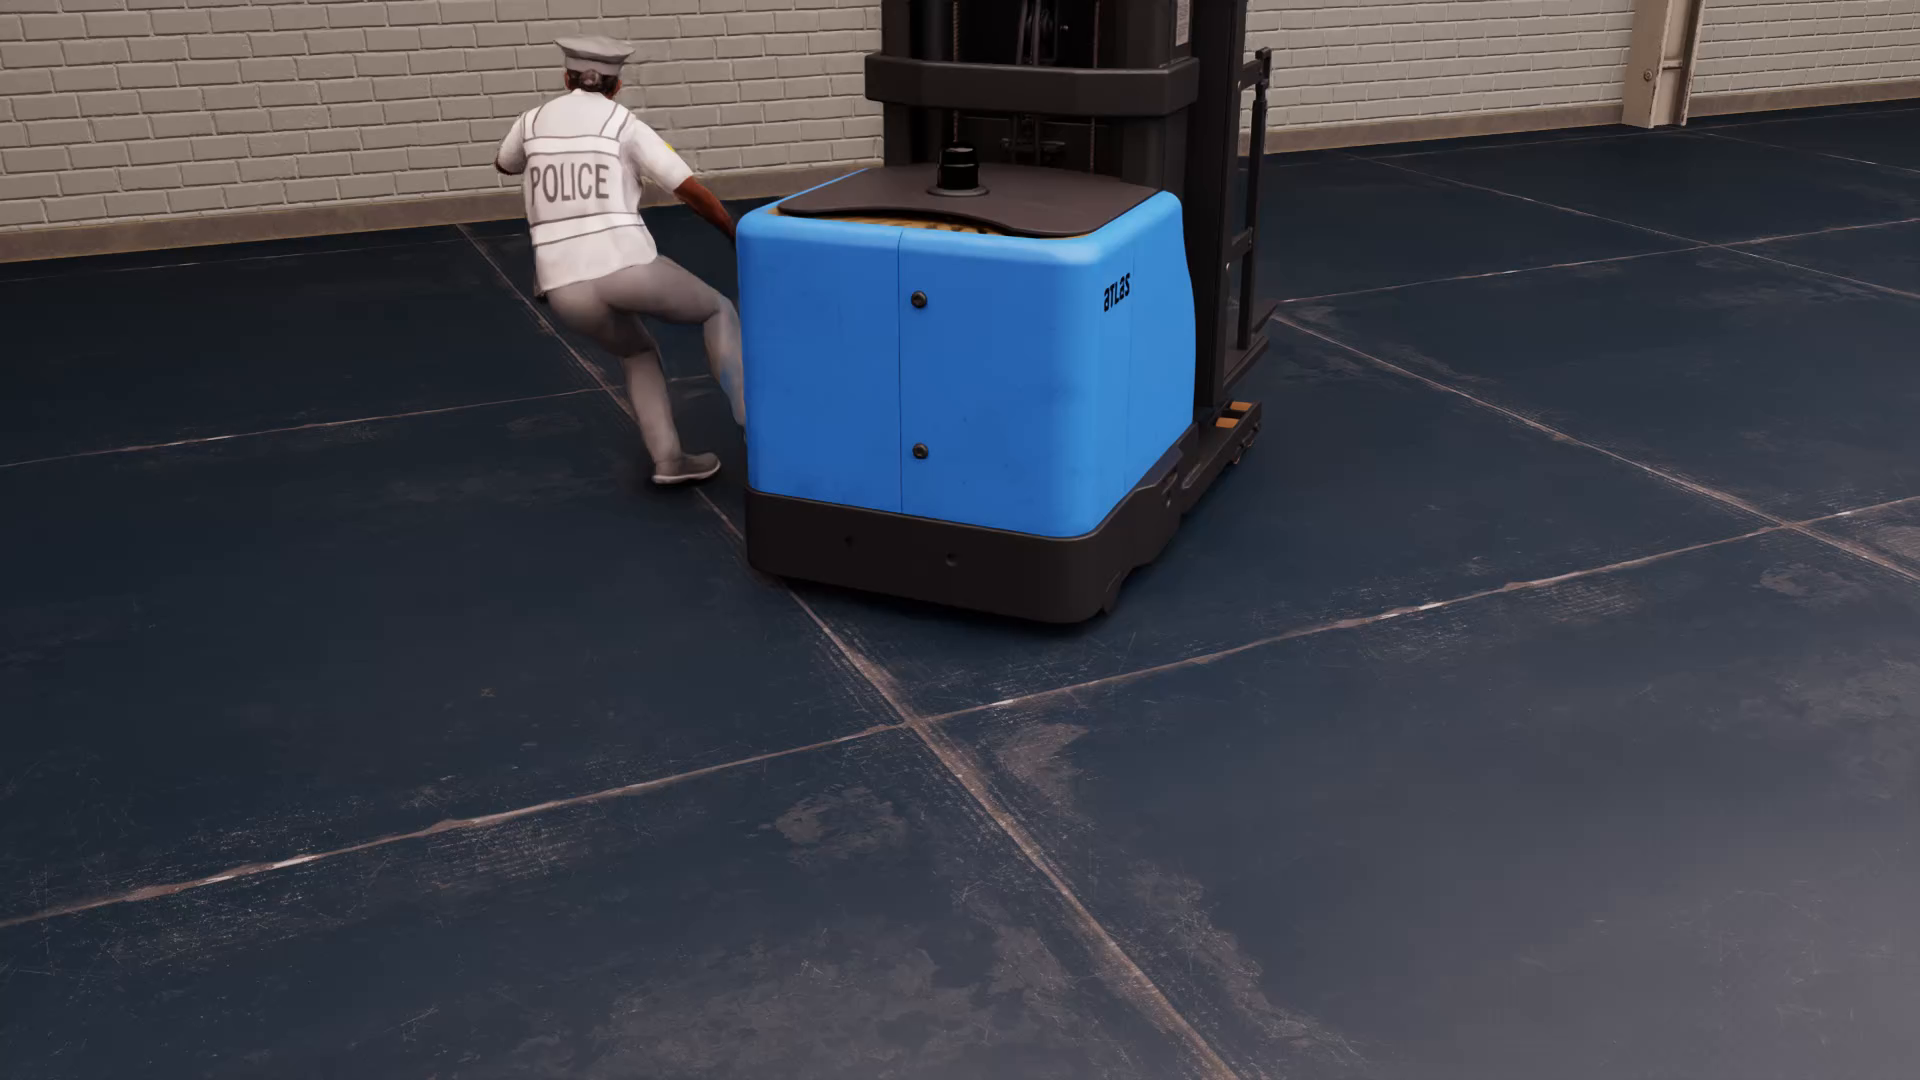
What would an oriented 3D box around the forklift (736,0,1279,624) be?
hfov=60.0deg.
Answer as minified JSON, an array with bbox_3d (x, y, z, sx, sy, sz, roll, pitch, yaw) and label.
[{"bbox_3d":[0.427,-1.666,5.297,1.130,2.935,3.031,9,24,21],"label":"forklift"}]

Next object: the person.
[{"bbox_3d":[-0.984,-0.929,5.484,1.095,1.416,0.900,1,23,2],"label":"person"}]
